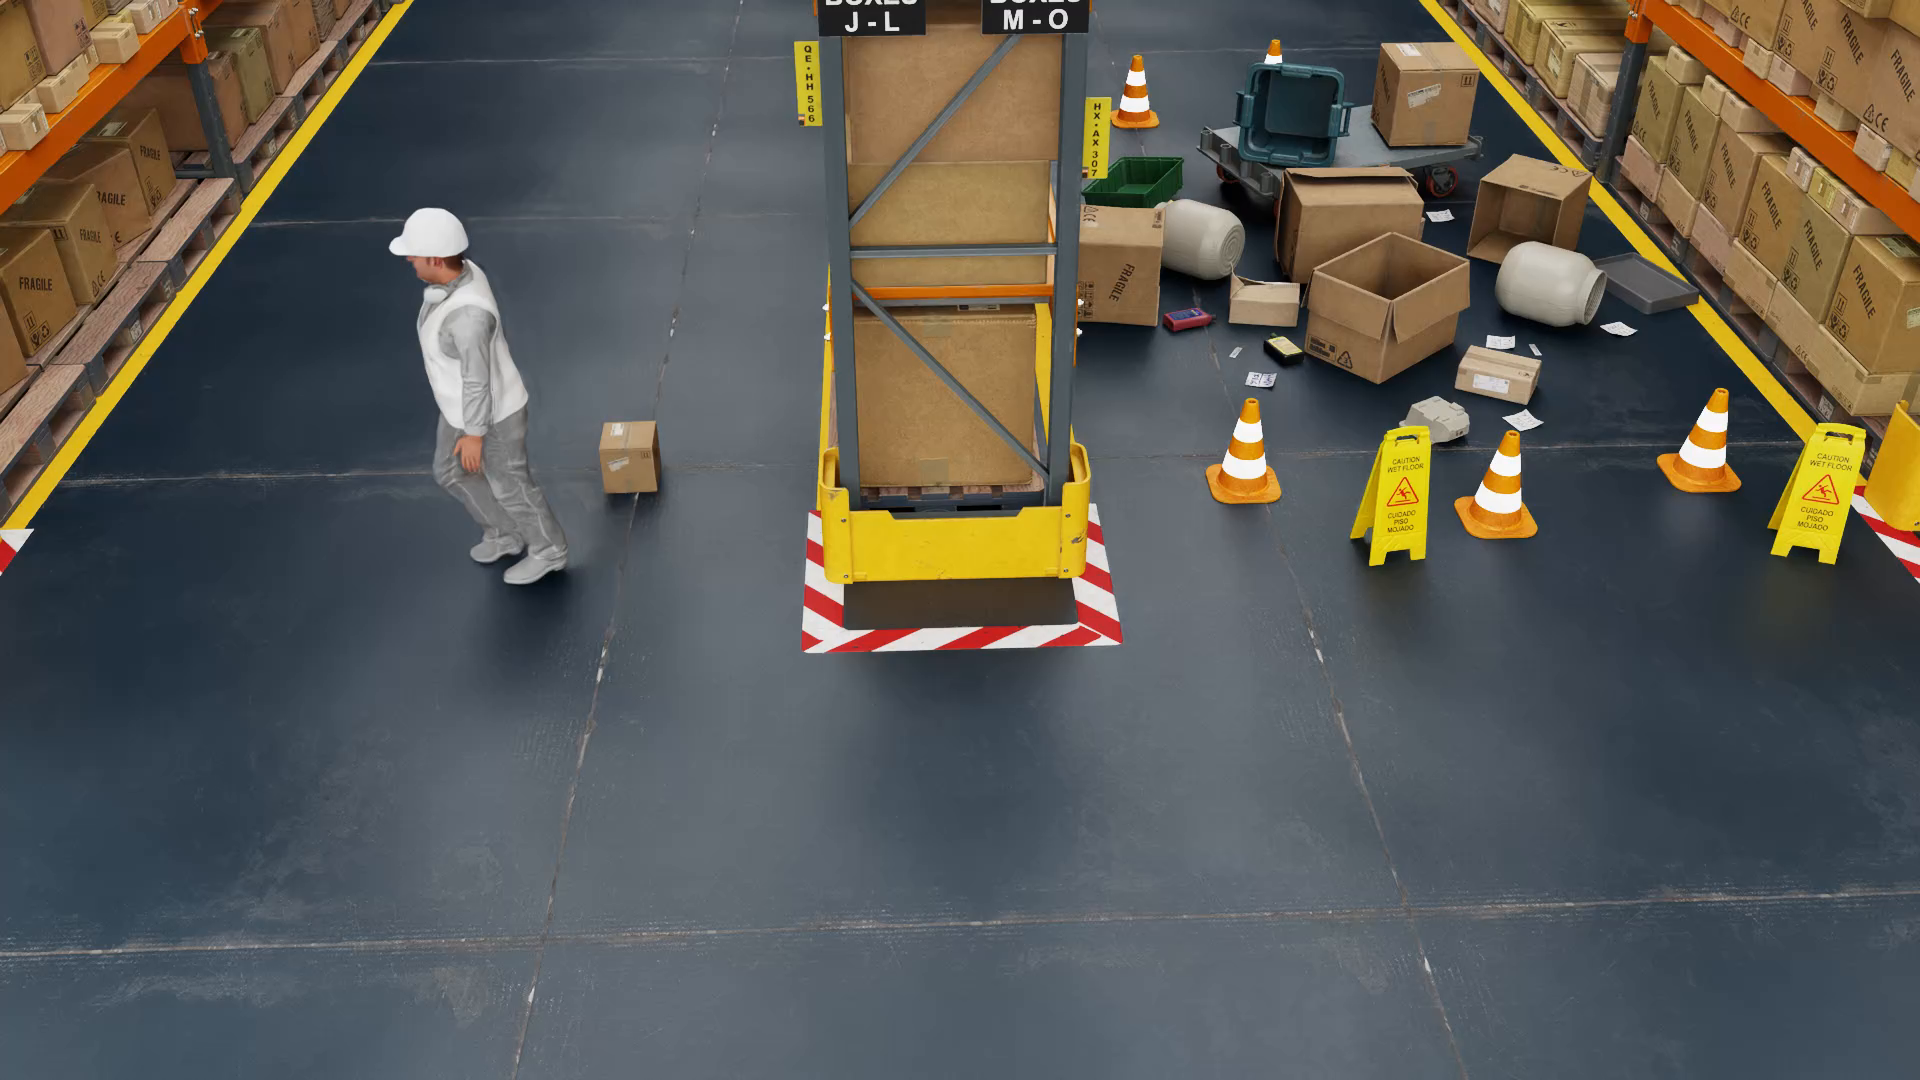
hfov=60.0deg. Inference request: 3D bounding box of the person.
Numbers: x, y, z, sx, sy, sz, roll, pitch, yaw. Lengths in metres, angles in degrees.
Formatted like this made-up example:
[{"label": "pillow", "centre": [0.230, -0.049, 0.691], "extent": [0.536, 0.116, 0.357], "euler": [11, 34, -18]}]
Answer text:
[{"label": "person", "centre": [-1.969, -0.561, 6.901], "extent": [0.490, 1.783, 0.563], "euler": [-17, 38, -23]}]
